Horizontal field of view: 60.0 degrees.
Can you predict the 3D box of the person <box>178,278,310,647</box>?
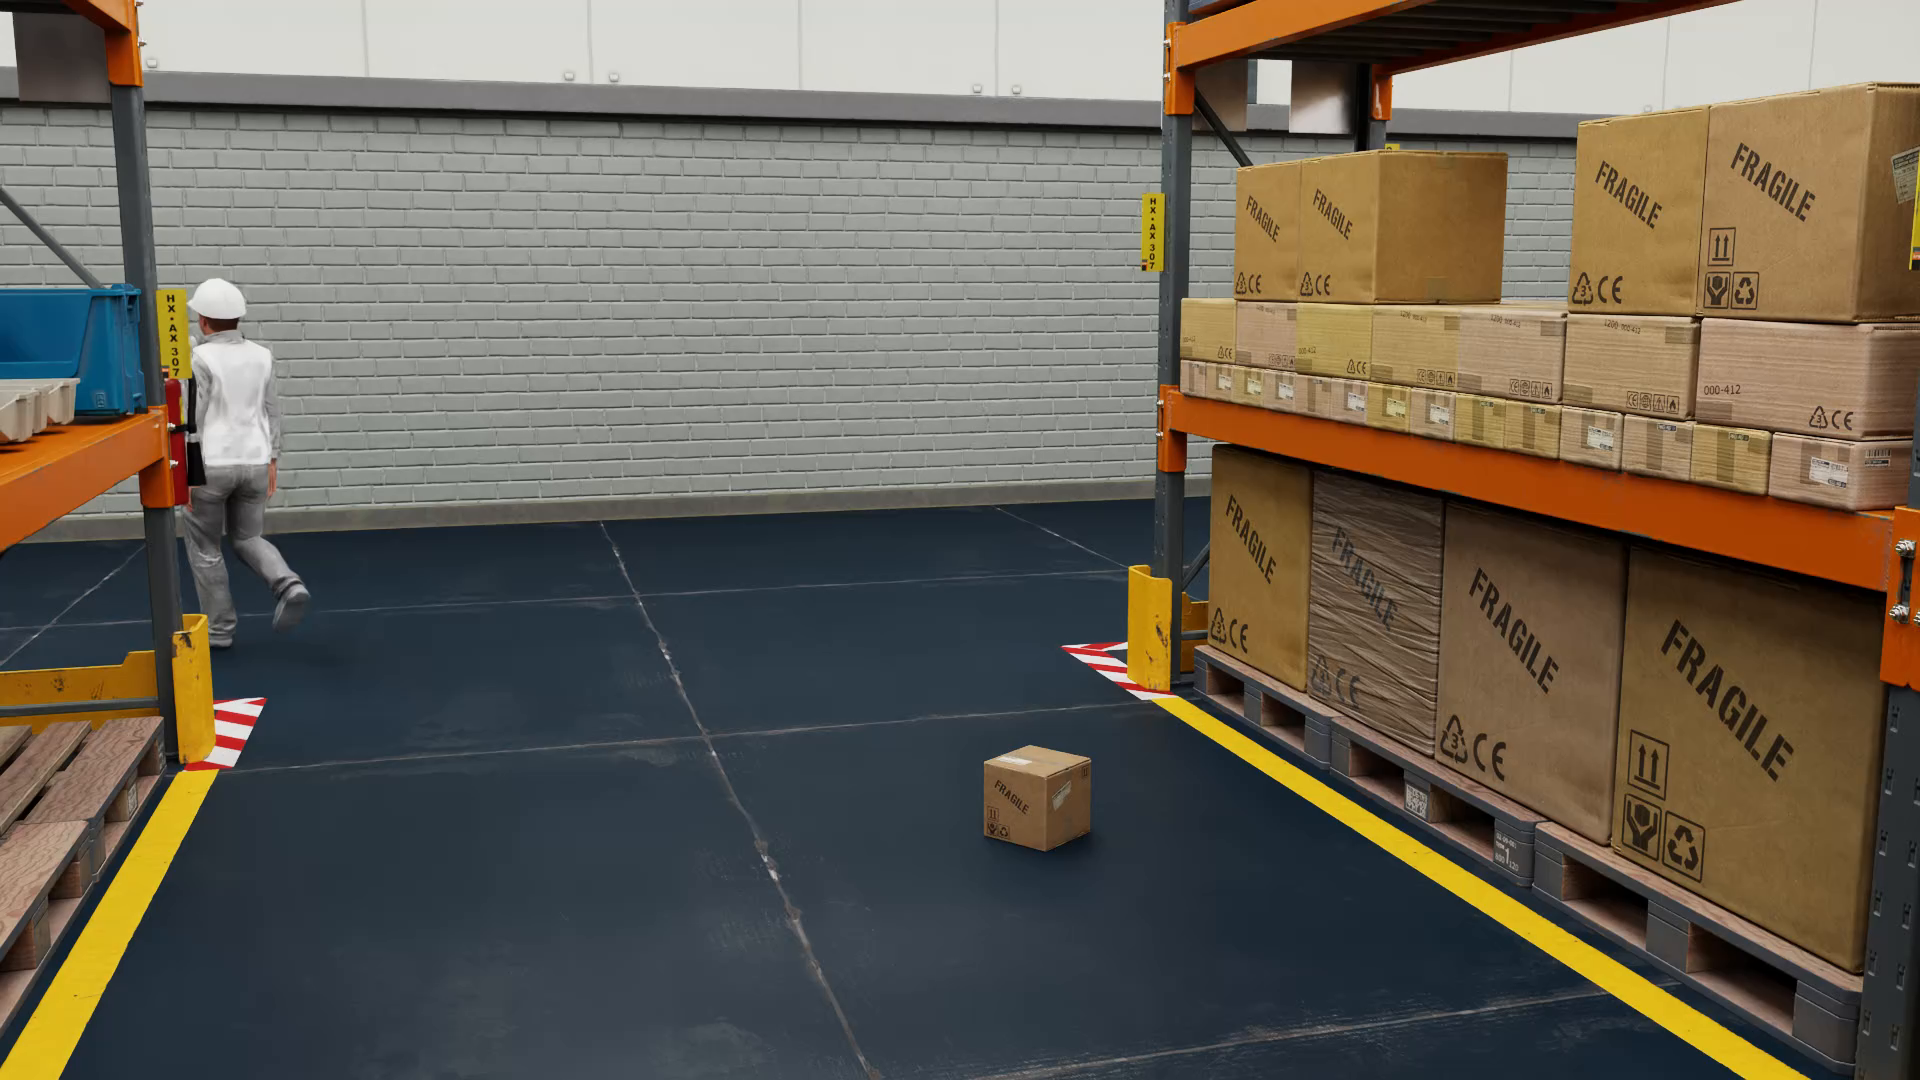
[{"bbox_3d":[-3.461,-0.356,7.905,0.696,1.756,0.542,5,11,30],"label":"person"}]
